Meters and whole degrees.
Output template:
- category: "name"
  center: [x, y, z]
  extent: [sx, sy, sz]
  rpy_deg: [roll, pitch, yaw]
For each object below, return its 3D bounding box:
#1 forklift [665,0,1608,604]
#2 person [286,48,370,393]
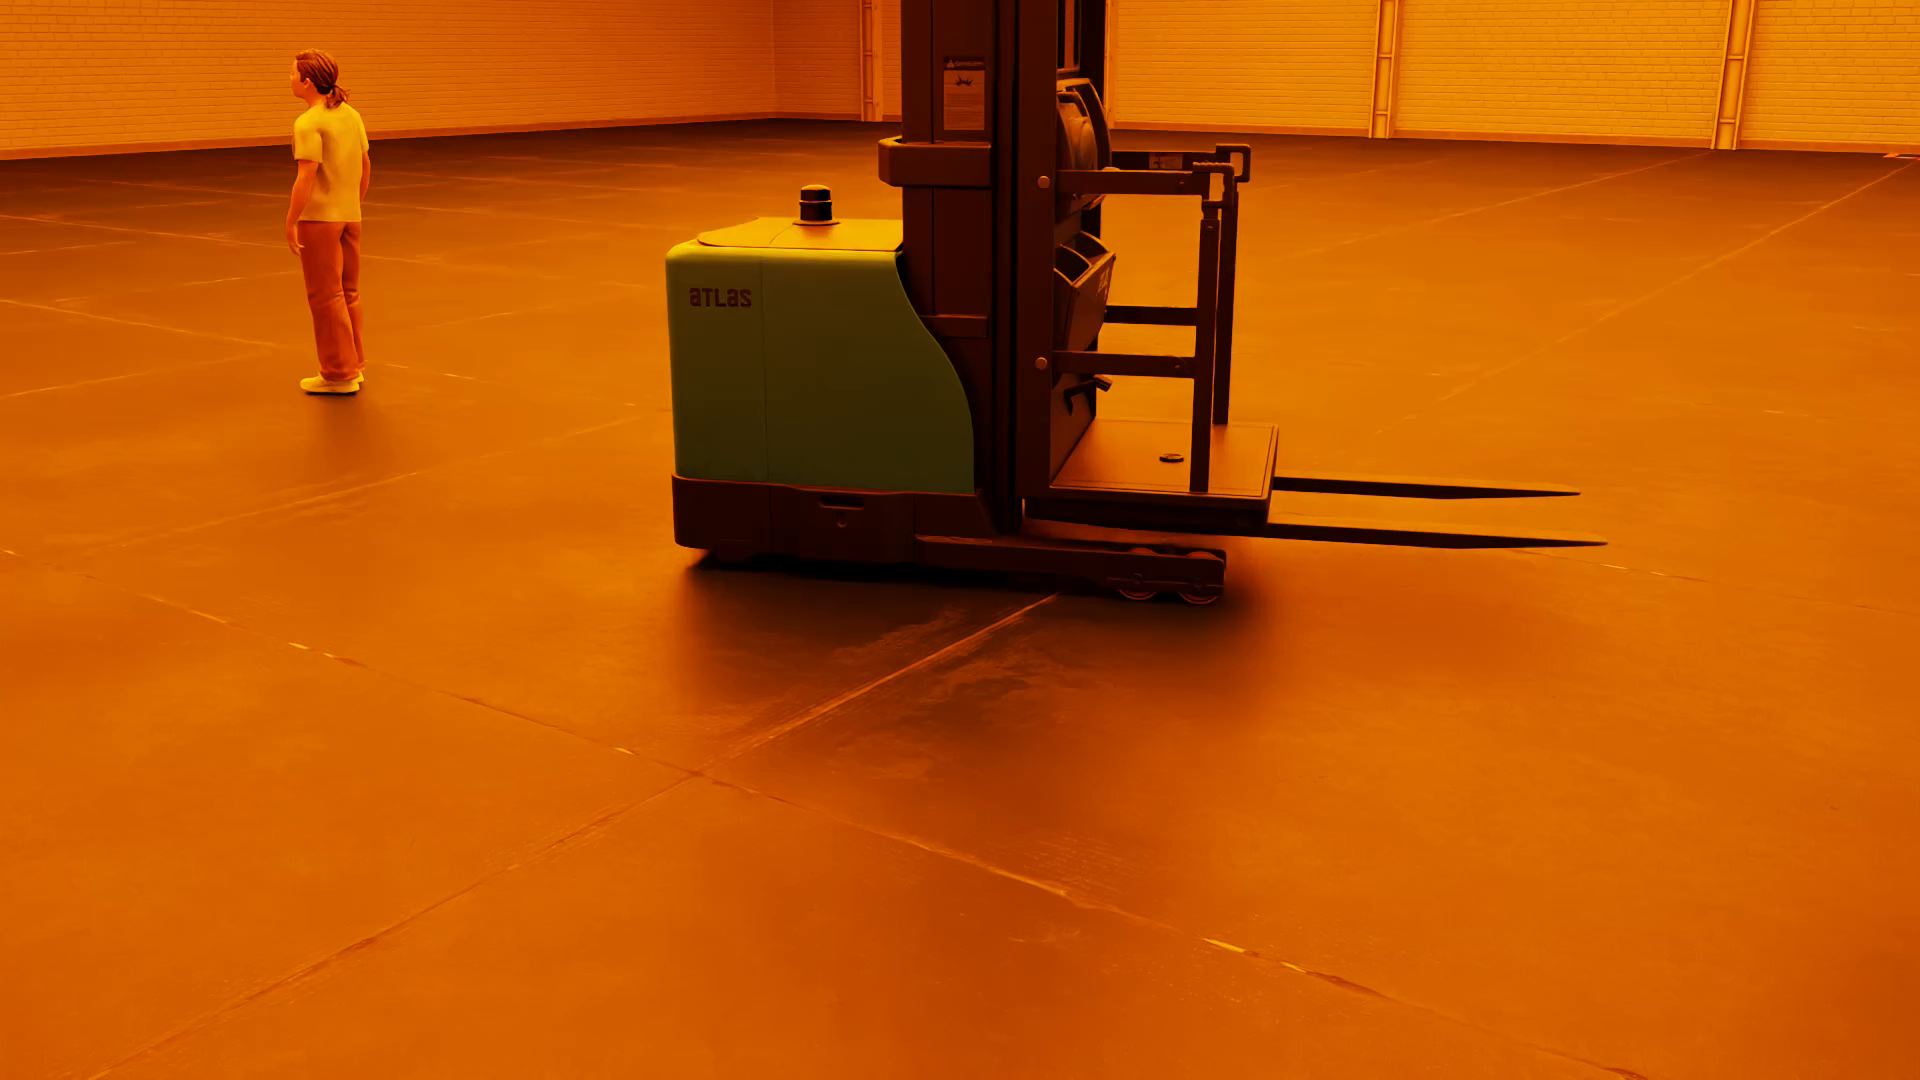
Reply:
- category: "forklift"
  center: [0.595, -1.367, 5.404]
  extent: [3.031, 2.935, 1.130]
  rpy_deg: [4, 17, 12]
- category: "person"
  center: [-3.177, -1.561, 8.217]
  extent: [0.548, 1.674, 0.553]
  rpy_deg: [5, 17, 17]
